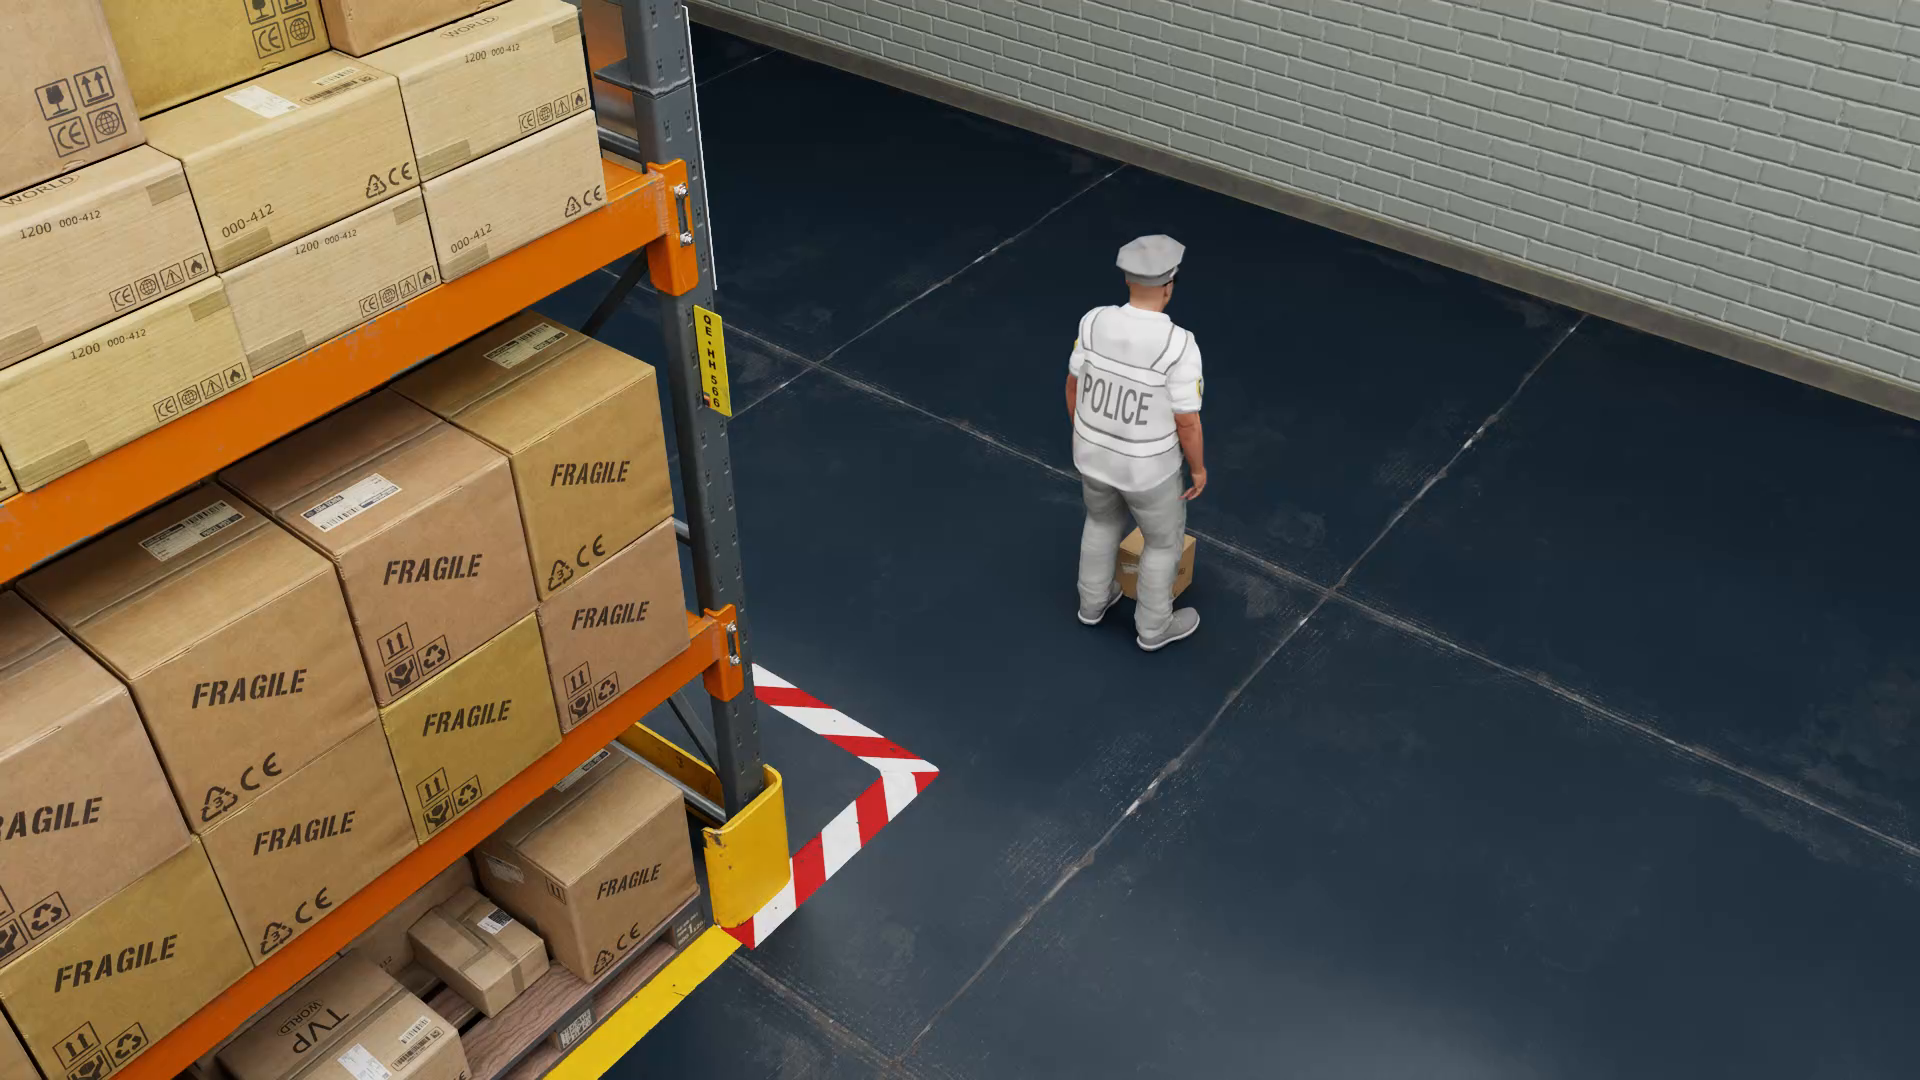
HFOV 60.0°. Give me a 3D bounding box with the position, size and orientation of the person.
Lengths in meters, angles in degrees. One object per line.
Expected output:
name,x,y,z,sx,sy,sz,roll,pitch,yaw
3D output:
person,0.681,-0.337,6.568,0.603,1.750,0.427,24,44,27
